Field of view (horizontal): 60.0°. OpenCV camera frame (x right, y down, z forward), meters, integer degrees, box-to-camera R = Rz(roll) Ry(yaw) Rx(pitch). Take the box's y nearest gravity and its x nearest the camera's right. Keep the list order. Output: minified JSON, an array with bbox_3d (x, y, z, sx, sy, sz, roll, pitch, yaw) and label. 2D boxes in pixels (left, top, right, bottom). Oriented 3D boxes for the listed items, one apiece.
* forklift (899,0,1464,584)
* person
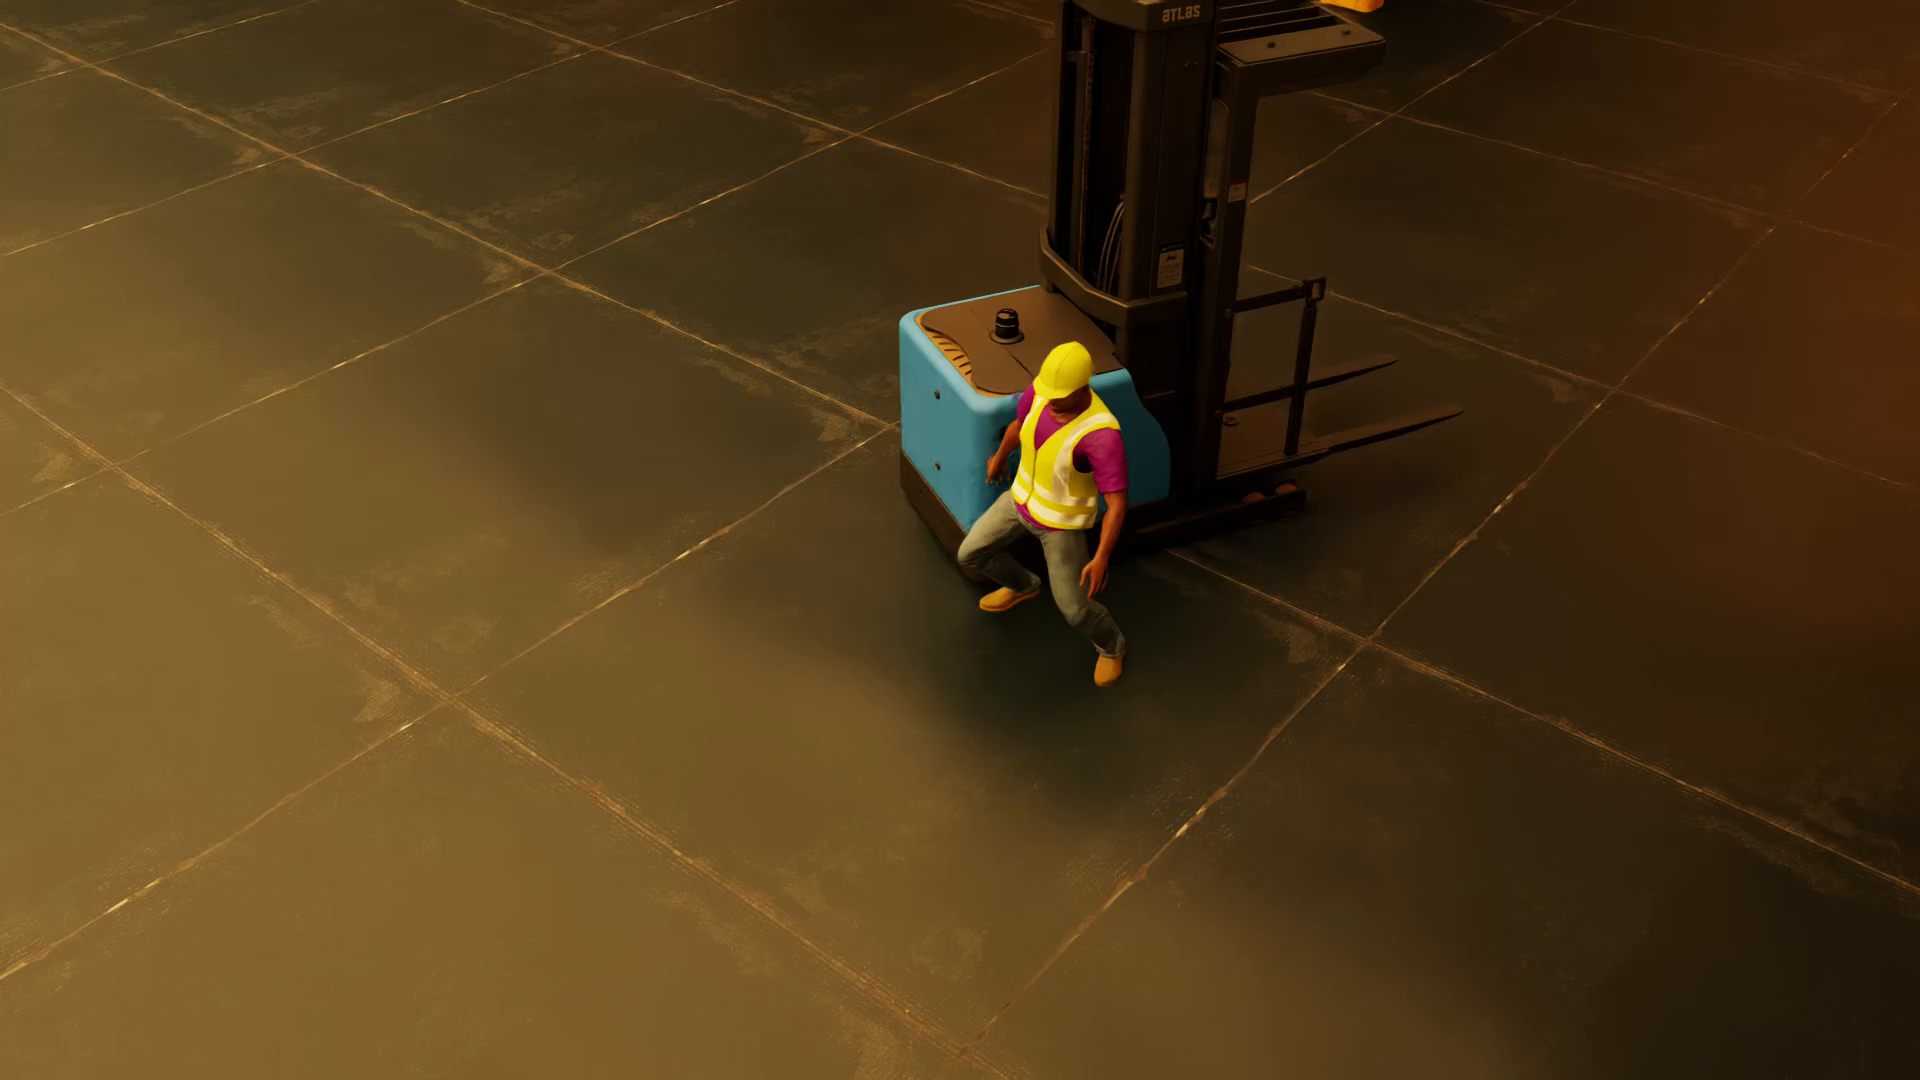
[{"bbox_3d":[1.246,-1.536,8.130,3.031,2.935,1.130,-15,38,-19],"label":"forklift"},{"bbox_3d":[0.398,-0.146,7.325,0.601,1.660,0.987,-22,41,-27],"label":"person"}]
